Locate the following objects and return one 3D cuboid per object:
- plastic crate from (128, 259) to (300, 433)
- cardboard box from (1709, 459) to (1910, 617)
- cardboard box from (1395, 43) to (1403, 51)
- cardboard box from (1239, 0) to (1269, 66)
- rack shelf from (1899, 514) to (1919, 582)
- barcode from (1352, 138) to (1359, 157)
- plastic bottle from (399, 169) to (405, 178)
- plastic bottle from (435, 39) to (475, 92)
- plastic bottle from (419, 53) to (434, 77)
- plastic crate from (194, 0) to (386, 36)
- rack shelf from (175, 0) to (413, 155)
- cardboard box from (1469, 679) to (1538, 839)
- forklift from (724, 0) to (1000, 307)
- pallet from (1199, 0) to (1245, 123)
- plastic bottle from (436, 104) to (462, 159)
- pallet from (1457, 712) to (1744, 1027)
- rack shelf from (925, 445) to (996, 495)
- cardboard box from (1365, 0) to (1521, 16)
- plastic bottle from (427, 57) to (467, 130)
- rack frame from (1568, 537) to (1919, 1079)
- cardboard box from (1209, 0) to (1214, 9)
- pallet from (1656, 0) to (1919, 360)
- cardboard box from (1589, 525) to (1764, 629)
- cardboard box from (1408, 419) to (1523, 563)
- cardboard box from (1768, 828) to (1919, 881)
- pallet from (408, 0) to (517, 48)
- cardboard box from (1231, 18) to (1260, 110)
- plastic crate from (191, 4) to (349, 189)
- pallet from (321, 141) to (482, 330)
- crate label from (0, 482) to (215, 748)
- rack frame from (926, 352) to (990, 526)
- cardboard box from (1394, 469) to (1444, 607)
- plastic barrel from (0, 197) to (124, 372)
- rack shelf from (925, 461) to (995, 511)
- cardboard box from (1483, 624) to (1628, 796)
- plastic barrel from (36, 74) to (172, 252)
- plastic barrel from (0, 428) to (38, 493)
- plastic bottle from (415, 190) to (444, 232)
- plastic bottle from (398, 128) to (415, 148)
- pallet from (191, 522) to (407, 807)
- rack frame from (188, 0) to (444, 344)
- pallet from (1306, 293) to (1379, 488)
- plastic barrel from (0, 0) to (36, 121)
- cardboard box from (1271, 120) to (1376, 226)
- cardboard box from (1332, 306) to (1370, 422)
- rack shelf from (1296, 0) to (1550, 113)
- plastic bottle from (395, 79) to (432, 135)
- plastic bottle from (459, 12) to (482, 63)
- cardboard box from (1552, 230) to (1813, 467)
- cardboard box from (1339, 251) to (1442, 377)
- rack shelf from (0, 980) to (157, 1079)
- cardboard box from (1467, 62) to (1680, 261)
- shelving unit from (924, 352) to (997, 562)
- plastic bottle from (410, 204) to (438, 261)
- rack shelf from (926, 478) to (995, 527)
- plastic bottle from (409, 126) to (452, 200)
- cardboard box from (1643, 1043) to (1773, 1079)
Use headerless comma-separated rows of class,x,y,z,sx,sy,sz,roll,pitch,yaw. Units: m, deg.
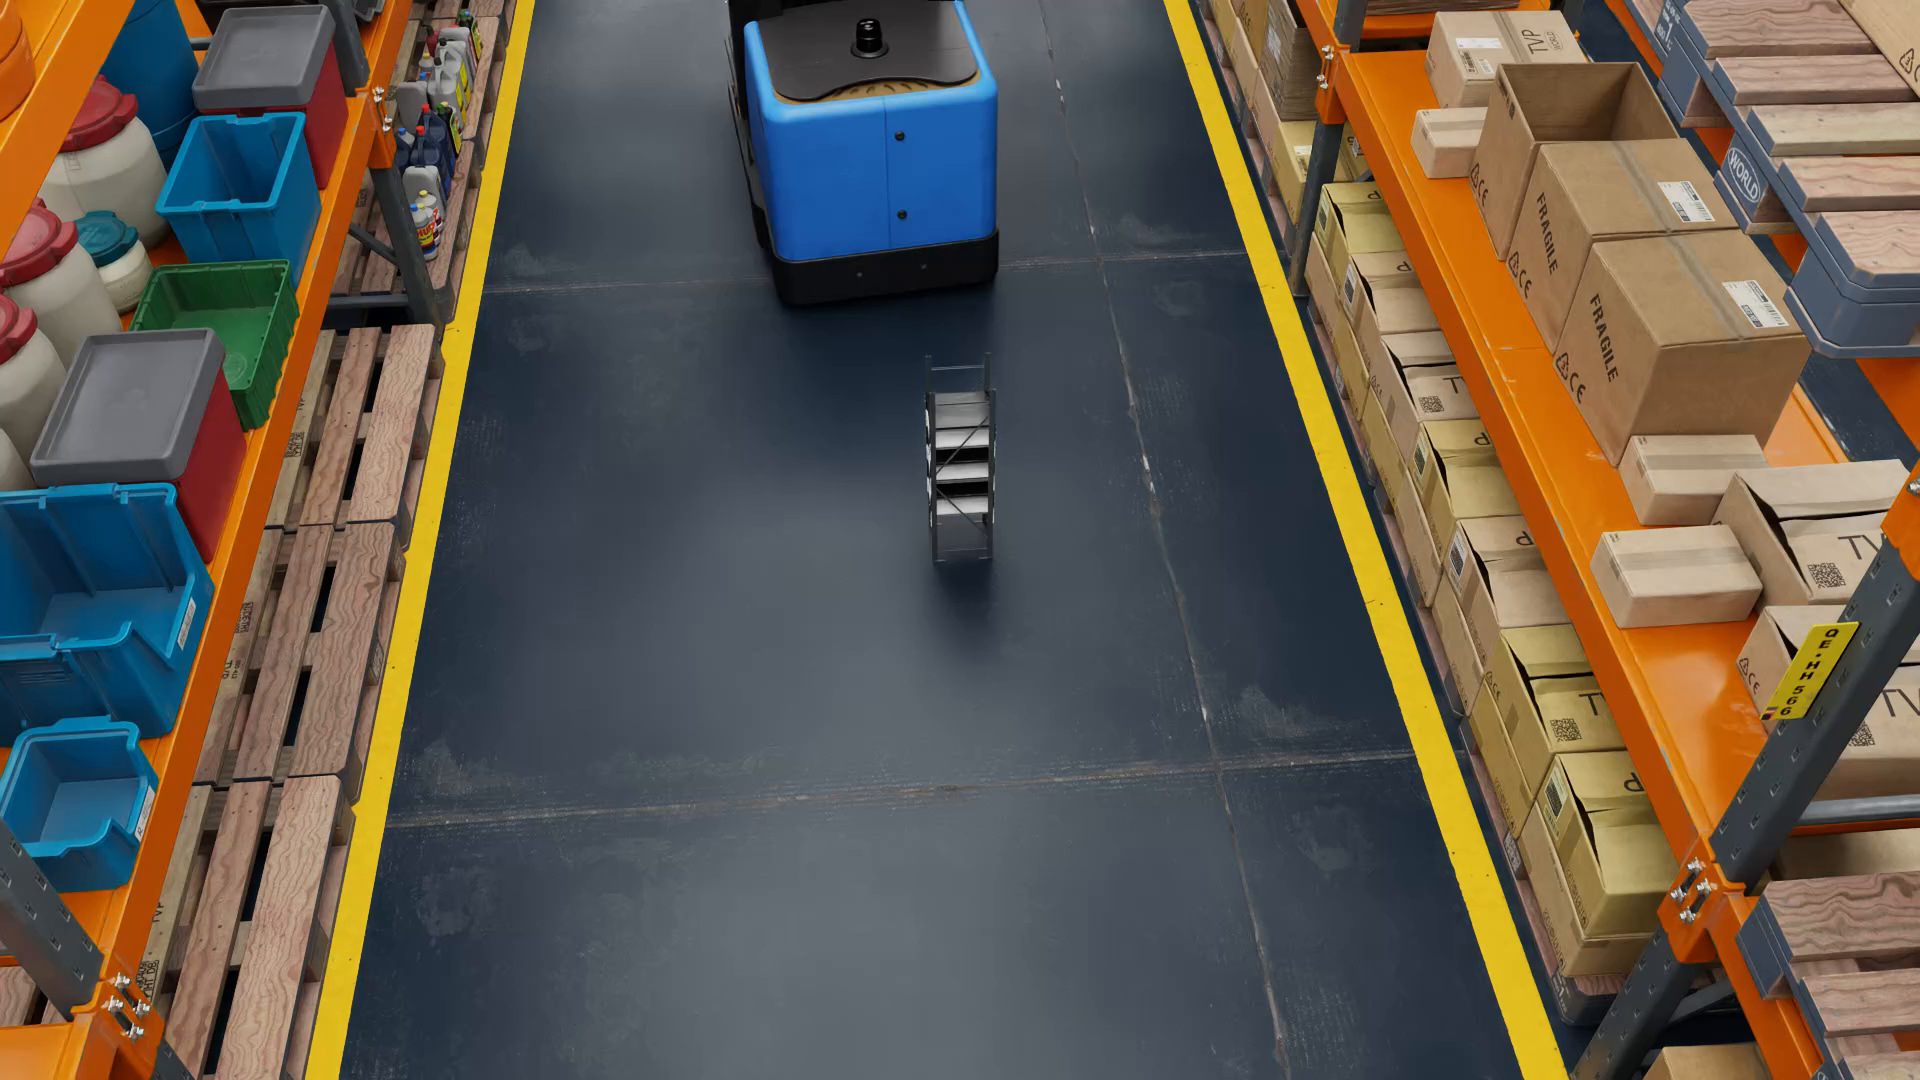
plastic crate,-2.449,-0.629,5.426,0.450,0.188,0.662,-3,47,-3
cardboard box,2.513,0.022,4.724,0.500,0.311,0.500,-4,47,-4
cardboard box,2.284,-2.416,8.060,0.500,0.500,0.500,-3,47,-3
cardboard box,1.728,-2.746,8.373,0.500,0.500,0.500,-3,47,-3
rack shelf,2.563,1.314,1.870,1.077,0.370,4.000,-3,47,-3
barcode,1.667,-1.655,7.009,0.001,0.075,0.075,-3,47,-3
plastic bottle,-2.626,-1.645,7.810,0.061,0.283,0.133,-3,47,-3
plastic bottle,-2.615,-2.467,8.594,0.152,0.276,0.135,-5,47,-4
plastic bottle,-2.738,-2.421,8.601,0.097,0.201,0.097,0,47,0
plastic crate,-2.793,-2.310,6.915,0.767,0.338,0.504,-3,47,-3
rack shelf,-3.043,-3.145,8.158,1.077,0.370,4.000,-3,47,-3
cardboard box,2.061,0.713,5.613,0.500,0.250,0.500,-4,47,-4
forklift,-0.618,-3.172,7.735,1.130,2.935,3.031,-9,47,-8
pallet,1.930,-2.747,9.206,1.003,0.211,1.213,-3,47,-3
plastic bottle,-2.518,-2.030,8.175,0.061,0.283,0.133,-2,47,-2
pallet,2.365,1.011,5.647,1.003,0.211,1.213,-3,47,-3
rack shelf,0.001,-0.281,6.442,0.258,0.077,0.200,-3,47,-3
cardboard box,2.017,-2.598,7.076,0.700,0.500,0.500,-5,47,-4
plastic bottle,-2.581,-2.239,8.326,0.144,0.351,0.185,-4,47,-4
rack frame,2.395,0.651,4.068,1.000,3.000,0.127,-3,47,-3
cardboard box,1.636,-3.212,9.330,0.500,0.250,0.500,-3,47,-3
pallet,2.249,-0.801,3.507,1.213,0.211,1.003,-2,47,-1
cardboard box,2.045,0.103,4.759,0.380,0.149,0.250,-3,47,-3
cardboard box,1.977,-0.209,6.100,0.500,0.311,0.500,-2,47,-2
cardboard box,2.644,0.862,5.086,0.500,0.311,0.500,-2,47,-2
pallet,-3.095,-3.240,9.673,1.003,0.211,1.213,-3,47,-3
cardboard box,1.715,-2.488,8.645,0.500,0.250,0.500,-3,47,-3
plastic crate,-2.531,-1.635,6.189,0.402,0.464,0.583,-3,47,-3
pallet,-2.891,-1.475,8.001,1.003,0.211,1.213,-3,47,-3
crate label,-2.355,0.202,4.469,0.502,0.435,0.616,-3,47,-3
rack frame,-0.008,-0.377,6.487,0.240,0.900,0.006,-3,47,-3
cardboard box,1.976,-0.023,6.310,0.500,0.250,0.500,-3,47,-3
plastic barrel,-2.953,-0.755,5.306,0.433,0.535,0.433,0,47,0
rack shelf,0.001,-0.219,6.507,0.258,0.077,0.200,-3,47,-3
cardboard box,2.056,0.519,5.411,0.500,0.311,0.500,-4,47,-4
plastic barrel,-3.014,-1.286,5.809,0.433,0.535,0.433,0,47,0
plastic barrel,-2.875,-0.126,4.726,0.421,0.512,0.421,0,47,0
plastic bottle,-2.483,-1.538,7.765,0.097,0.201,0.097,0,47,0
plastic bottle,-2.662,-1.865,8.026,0.097,0.271,0.097,0,47,0
pallet,-2.666,0.464,6.165,1.003,0.211,1.213,-3,47,-3
rack frame,-2.876,-1.945,6.526,1.000,3.000,0.127,-3,47,-3
pallet,2.161,-0.754,7.319,1.003,0.211,1.213,-3,47,-3
plastic barrel,-2.448,-1.311,3.564,0.600,0.830,0.708,-3,47,-3
cardboard box,1.804,-1.765,7.960,0.500,0.250,0.500,-3,47,-3
cardboard box,1.889,-0.766,7.014,0.500,0.250,0.500,-2,47,-2
rack shelf,1.893,-3.443,8.440,1.077,0.370,4.000,-3,47,-3
plastic bottle,-2.727,-2.186,8.327,0.152,0.276,0.135,-3,47,-3
plastic bottle,-2.592,-2.671,8.781,0.061,0.283,0.133,-2,47,-2
cardboard box,2.238,-0.597,5.180,0.500,0.500,0.500,-6,47,-5
cardboard box,1.883,-0.959,6.810,0.500,0.311,0.500,-4,47,-4
rack shelf,-2.374,2.643,2.676,1.077,0.370,4.000,-3,47,-3
cardboard box,2.152,-1.340,5.884,0.500,0.500,0.500,0,47,0
shelving unit,0.001,-0.304,6.418,0.258,0.900,0.210,-3,47,-3
plastic bottle,-2.466,-1.415,7.601,0.097,0.271,0.097,0,47,0
rack shelf,0.001,-0.157,6.573,0.258,0.077,0.200,-3,47,-3
plastic bottle,-2.530,-1.795,7.905,0.144,0.351,0.185,-2,47,-2
cardboard box,2.148,1.706,4.487,0.500,0.500,0.500,-2,47,-2
